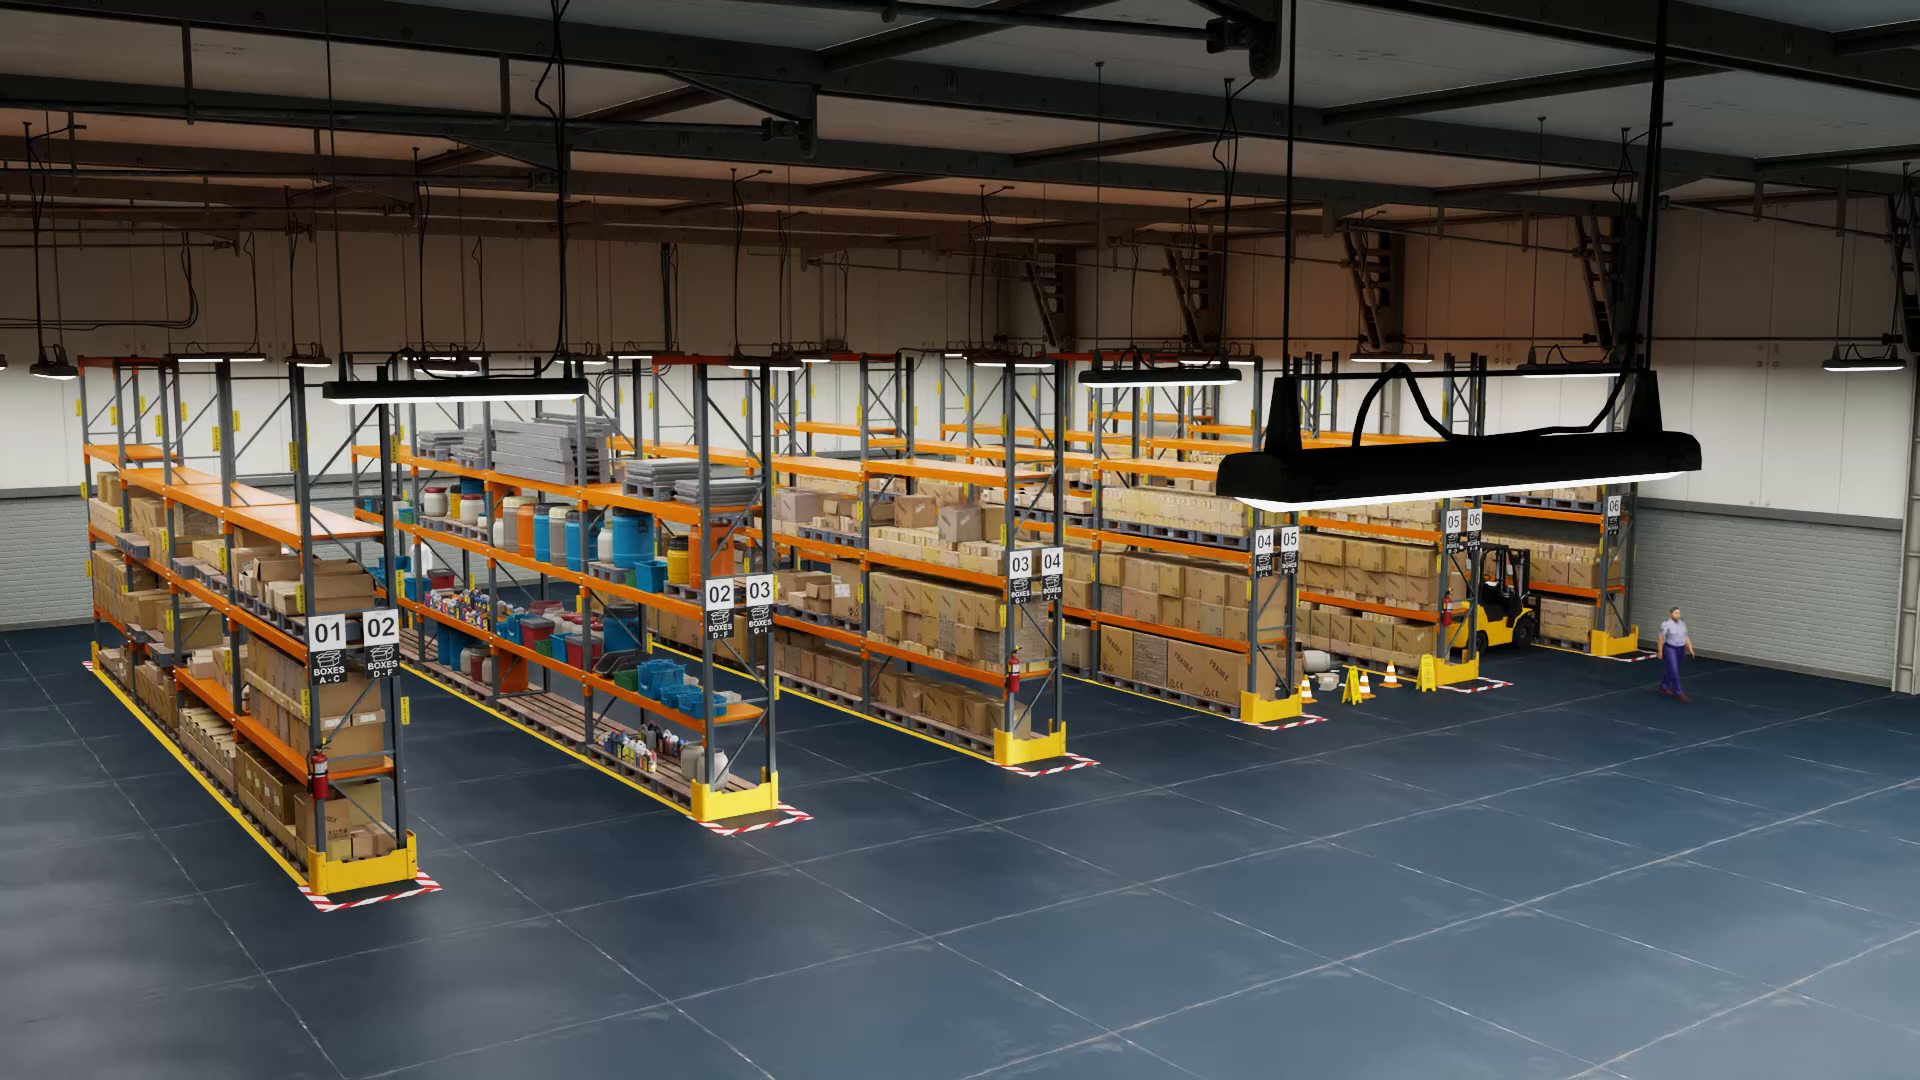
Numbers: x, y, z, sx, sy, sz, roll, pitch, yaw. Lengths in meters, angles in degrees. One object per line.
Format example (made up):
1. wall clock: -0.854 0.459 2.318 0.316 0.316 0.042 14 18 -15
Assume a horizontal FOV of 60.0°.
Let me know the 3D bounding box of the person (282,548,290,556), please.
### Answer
1. person: -15.107 0.986 37.240 0.658 1.681 0.723 -3 8 -24

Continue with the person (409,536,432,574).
1. person: -12.669 0.716 39.014 0.616 1.770 0.630 3 8 23

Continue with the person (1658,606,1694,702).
1. person: 12.617 1.976 29.230 0.493 1.604 0.903 -2 7 -19
